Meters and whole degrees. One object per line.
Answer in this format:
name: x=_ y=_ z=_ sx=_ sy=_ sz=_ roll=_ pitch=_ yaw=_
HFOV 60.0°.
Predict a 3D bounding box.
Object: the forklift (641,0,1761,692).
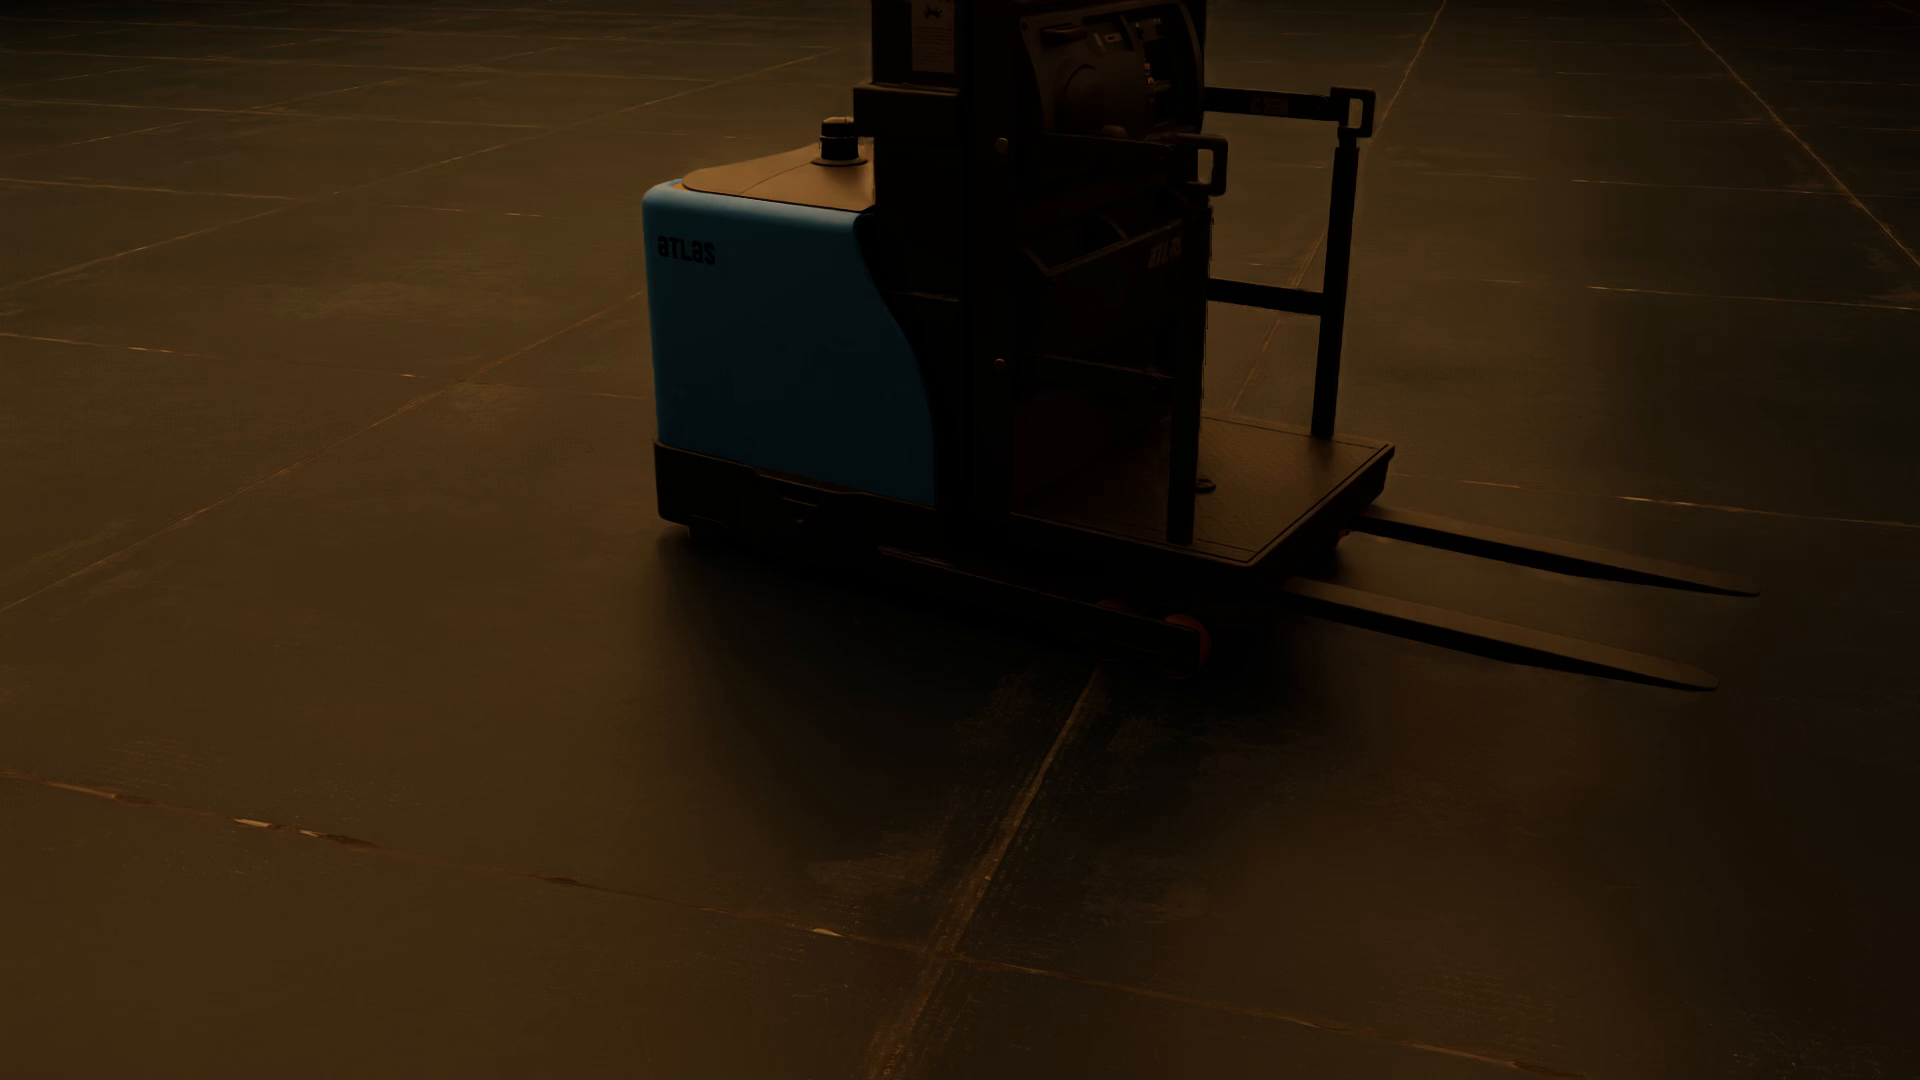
forklift: x=0.587 y=-1.228 z=4.255 sx=3.031 sy=2.935 sz=1.130 roll=13 pitch=26 yaw=29
